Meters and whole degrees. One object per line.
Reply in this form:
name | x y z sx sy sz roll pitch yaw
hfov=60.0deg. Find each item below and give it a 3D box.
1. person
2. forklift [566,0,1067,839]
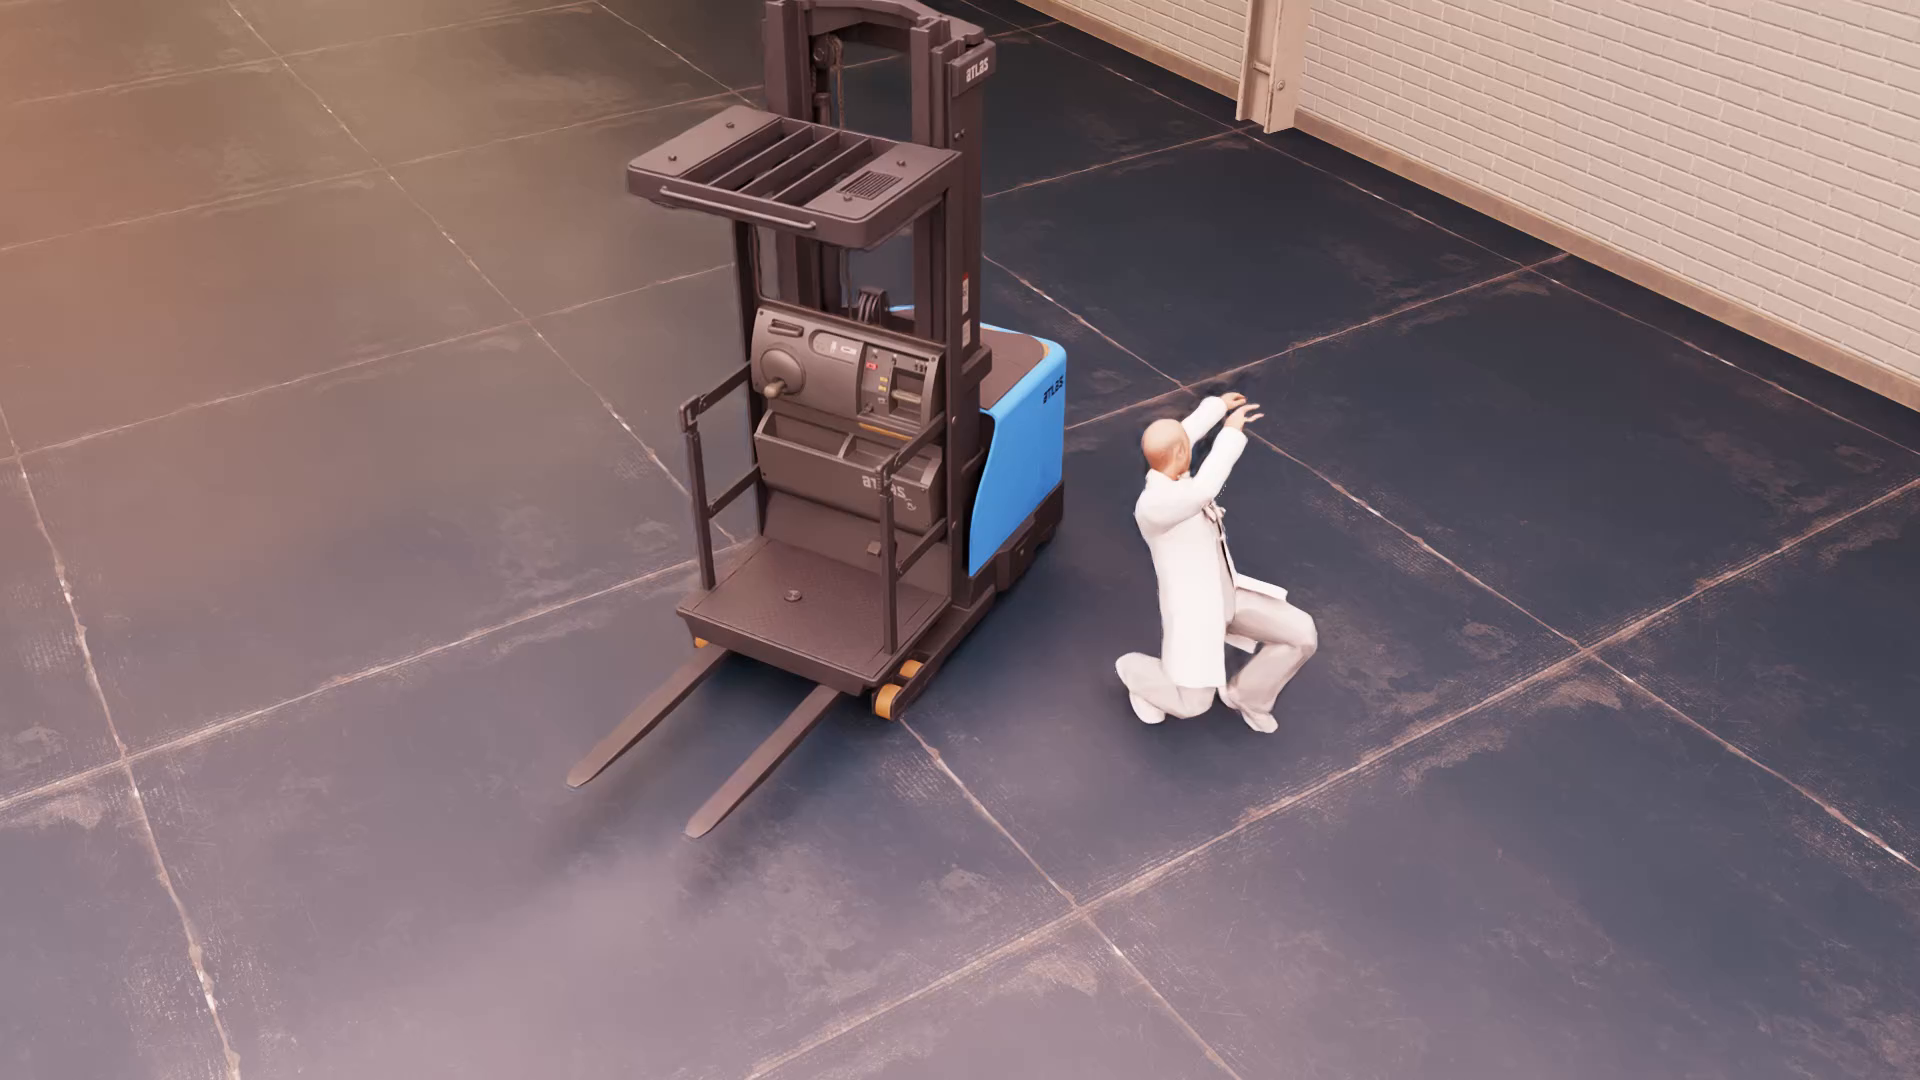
person | 1.219 0.062 7.252 0.892 1.645 1.169 21 40 27
forklift | -0.611 -0.682 7.119 1.130 2.935 3.031 18 39 23
